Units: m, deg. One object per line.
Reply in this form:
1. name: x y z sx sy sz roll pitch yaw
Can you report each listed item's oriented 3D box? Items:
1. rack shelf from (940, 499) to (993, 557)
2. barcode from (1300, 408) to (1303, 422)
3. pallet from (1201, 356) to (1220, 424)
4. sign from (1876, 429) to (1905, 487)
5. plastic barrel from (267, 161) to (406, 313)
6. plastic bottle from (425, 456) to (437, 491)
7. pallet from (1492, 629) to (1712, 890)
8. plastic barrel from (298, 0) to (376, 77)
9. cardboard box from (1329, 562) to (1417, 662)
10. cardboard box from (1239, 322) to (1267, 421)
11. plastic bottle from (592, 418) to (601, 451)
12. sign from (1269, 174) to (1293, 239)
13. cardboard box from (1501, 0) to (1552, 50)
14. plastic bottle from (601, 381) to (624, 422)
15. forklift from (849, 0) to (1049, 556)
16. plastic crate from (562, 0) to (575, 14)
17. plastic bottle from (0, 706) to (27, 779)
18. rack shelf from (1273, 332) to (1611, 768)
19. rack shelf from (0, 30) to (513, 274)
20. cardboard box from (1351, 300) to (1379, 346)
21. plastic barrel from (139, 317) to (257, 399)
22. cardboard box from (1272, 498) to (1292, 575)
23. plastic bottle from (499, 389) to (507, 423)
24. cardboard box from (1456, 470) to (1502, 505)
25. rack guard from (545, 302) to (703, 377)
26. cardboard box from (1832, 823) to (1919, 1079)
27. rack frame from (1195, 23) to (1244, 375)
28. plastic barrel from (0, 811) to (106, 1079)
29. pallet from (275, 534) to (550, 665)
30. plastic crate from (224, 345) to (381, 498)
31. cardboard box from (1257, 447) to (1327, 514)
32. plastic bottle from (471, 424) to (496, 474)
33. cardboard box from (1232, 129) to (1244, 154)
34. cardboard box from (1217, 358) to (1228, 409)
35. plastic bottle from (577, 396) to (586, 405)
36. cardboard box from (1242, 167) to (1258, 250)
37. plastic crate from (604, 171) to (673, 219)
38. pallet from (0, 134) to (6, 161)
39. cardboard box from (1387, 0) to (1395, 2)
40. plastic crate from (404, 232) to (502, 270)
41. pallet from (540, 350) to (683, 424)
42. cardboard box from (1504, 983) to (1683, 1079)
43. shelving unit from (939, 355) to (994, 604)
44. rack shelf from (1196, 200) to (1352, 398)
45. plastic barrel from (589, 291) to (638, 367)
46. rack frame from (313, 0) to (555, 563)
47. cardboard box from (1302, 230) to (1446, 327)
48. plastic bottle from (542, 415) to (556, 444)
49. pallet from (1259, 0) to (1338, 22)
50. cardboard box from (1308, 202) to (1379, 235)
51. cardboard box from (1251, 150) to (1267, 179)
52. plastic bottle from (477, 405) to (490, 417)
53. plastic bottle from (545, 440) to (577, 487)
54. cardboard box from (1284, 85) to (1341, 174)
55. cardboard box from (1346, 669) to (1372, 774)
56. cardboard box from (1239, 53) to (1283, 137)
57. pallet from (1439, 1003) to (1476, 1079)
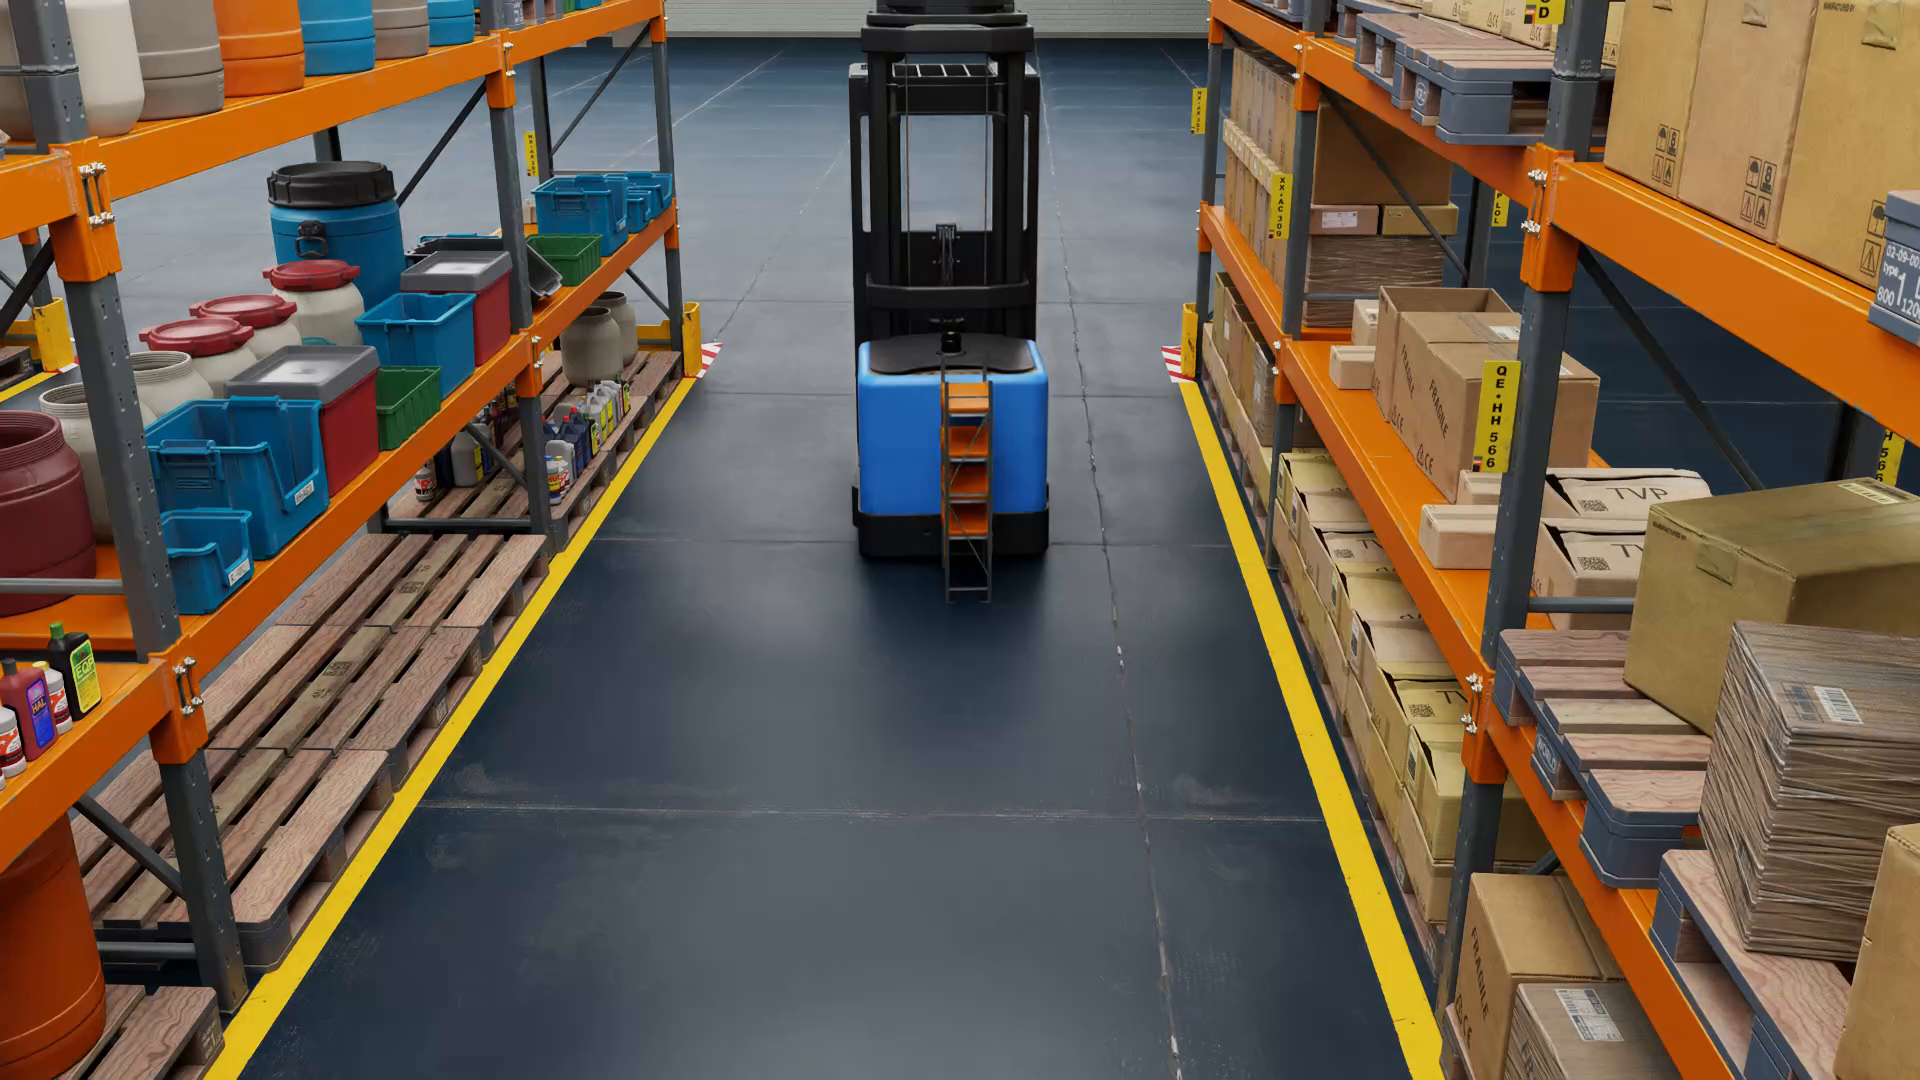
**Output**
1. rack shelf: 0.032 -0.069 8.783 0.258 0.148 0.480 -1 21 -3
2. barcode: 1.758 -0.645 8.565 0.001 0.075 0.075 1 21 2
3. pallet: 2.322 -1.115 12.110 1.003 0.211 1.213 1 21 2
4. sign: 2.603 -0.299 4.663 0.100 0.325 0.005 1 21 2
5. plastic barrel: -3.084 -1.399 8.294 0.600 0.901 0.708 1 21 2
6. plastic bottle: -3.085 -0.418 9.605 0.061 0.283 0.133 2 21 4
7. pallet: 2.109 0.536 4.266 1.213 0.211 1.003 1 21 2
8. plastic barrel: -2.608 -2.274 6.404 0.600 0.901 0.708 1 21 2
9. cardboard box: 1.874 0.282 7.101 0.500 0.311 0.500 1 21 3
10. cardboard box: 2.015 -1.040 10.248 0.500 0.500 0.500 1 21 2
11. plastic bottle: -2.292 -0.659 10.342 0.097 0.201 0.097 0 21 0
12. sign: 1.627 -1.691 8.435 0.100 0.325 0.005 1 21 2
13. cardboard box: 2.015 -1.678 5.186 0.500 0.250 0.500 1 21 3
14. plastic bottle: -2.300 -0.923 10.918 0.152 0.276 0.135 1 21 2
15. forklift: -0.101 -1.764 10.024 1.130 2.935 3.031 -1 21 -3
16. plastic crate: -2.449 -3.168 9.694 0.336 0.188 0.450 1 21 2
17. plastic bottle: -2.506 0.514 4.333 0.097 0.201 0.097 0 21 0
18. rack shelf: 2.121 -0.187 6.858 1.077 0.370 4.000 1 21 2
19. rack shelf: -2.830 -1.641 6.460 1.077 0.370 4.000 1 21 2
20. cardboard box: 2.210 -0.997 8.159 0.500 0.250 0.500 2 21 5
21. plastic barrel: -3.053 -0.599 6.739 0.433 0.535 0.433 0 21 0
22. cardboard box: 1.922 -0.016 8.645 0.500 0.250 0.500 0 21 0
23. plastic bottle: -3.025 -0.905 10.877 0.097 0.271 0.097 0 21 0
24. cardboard box: 2.042 -0.144 6.100 0.380 0.149 0.250 2 21 6
25. rack guard: -2.603 -1.554 12.843 1.175 0.500 0.348 1 21 2
26. cardboard box: 1.930 0.765 2.691 0.700 0.500 0.500 -5 22 -12
27. rack frame: 2.303 -2.692 12.319 1.000 3.000 0.127 1 21 2
28. plastic barrel: -2.889 1.138 4.869 0.600 0.830 0.708 1 21 2
29. pallet: -2.755 0.283 8.507 1.003 0.211 1.213 1 21 2
30. plastic crate: -2.536 -0.466 6.494 0.402 0.464 0.583 1 21 2
31. cardboard box: 1.977 -0.329 9.452 0.500 0.250 0.500 1 21 2
32. plastic bottle: -2.883 -0.549 9.955 0.152 0.276 0.135 1 21 2
33. cardboard box: 2.062 -2.716 11.346 0.380 0.149 0.250 1 21 2
34. cardboard box: 2.037 -1.053 11.315 0.500 0.250 0.500 1 21 2
35. plastic bottle: -2.430 -0.833 10.789 0.097 0.201 0.097 0 21 0
36. cardboard box: 2.244 -2.200 10.915 0.700 0.500 0.500 1 21 2
37. plastic crate: -2.364 -2.494 12.015 0.499 0.251 0.616 1 21 2
38. pallet: -3.012 -0.890 3.790 1.003 0.211 1.213 1 21 2
39. cardboard box: 2.153 -2.547 7.427 0.500 0.250 0.500 3 21 7
40. plastic crate: -3.007 -1.635 9.802 0.499 0.251 0.616 1 21 2
41. pallet: -2.633 -1.126 12.139 1.003 0.211 1.213 1 21 2
42. cardboard box: 1.750 1.512 4.333 0.500 0.500 0.500 0 21 0
43. shelving unit: 0.032 -0.317 8.687 0.258 1.200 0.503 -1 21 -3
44. rack shelf: 2.242 -1.633 10.586 1.077 0.370 4.000 1 21 2
45. plastic barrel: -2.591 -1.545 12.222 0.421 0.512 0.421 0 21 0
46. rack frame: -2.769 -1.301 8.736 1.000 3.000 0.127 1 21 2
47. cardboard box: 2.189 -1.453 8.988 0.700 0.500 0.500 0 21 0
48. plastic bottle: -2.474 -0.560 9.880 0.144 0.351 0.185 1 21 2
49. pallet: 2.182 -2.911 8.861 1.003 0.211 1.213 1 21 2
50. cardboard box: 1.976 -1.695 8.716 0.380 0.149 0.250 1 21 2
51. cardboard box: 2.028 -2.345 10.392 0.380 0.149 0.250 1 21 2
52. plastic bottle: -3.013 -0.717 10.388 0.152 0.276 0.135 1 21 3
53. plastic bottle: -2.339 -0.464 9.736 0.152 0.276 0.135 1 21 4
54. cardboard box: 2.203 -2.240 9.224 0.700 0.500 0.500 1 21 1
55. cardboard box: 1.862 0.726 6.732 0.500 0.250 0.500 1 21 3
56. cardboard box: 2.264 -2.965 11.092 0.700 0.500 0.500 0 21 0
57. pallet: 1.999 1.770 4.674 1.003 0.211 1.213 1 21 2
